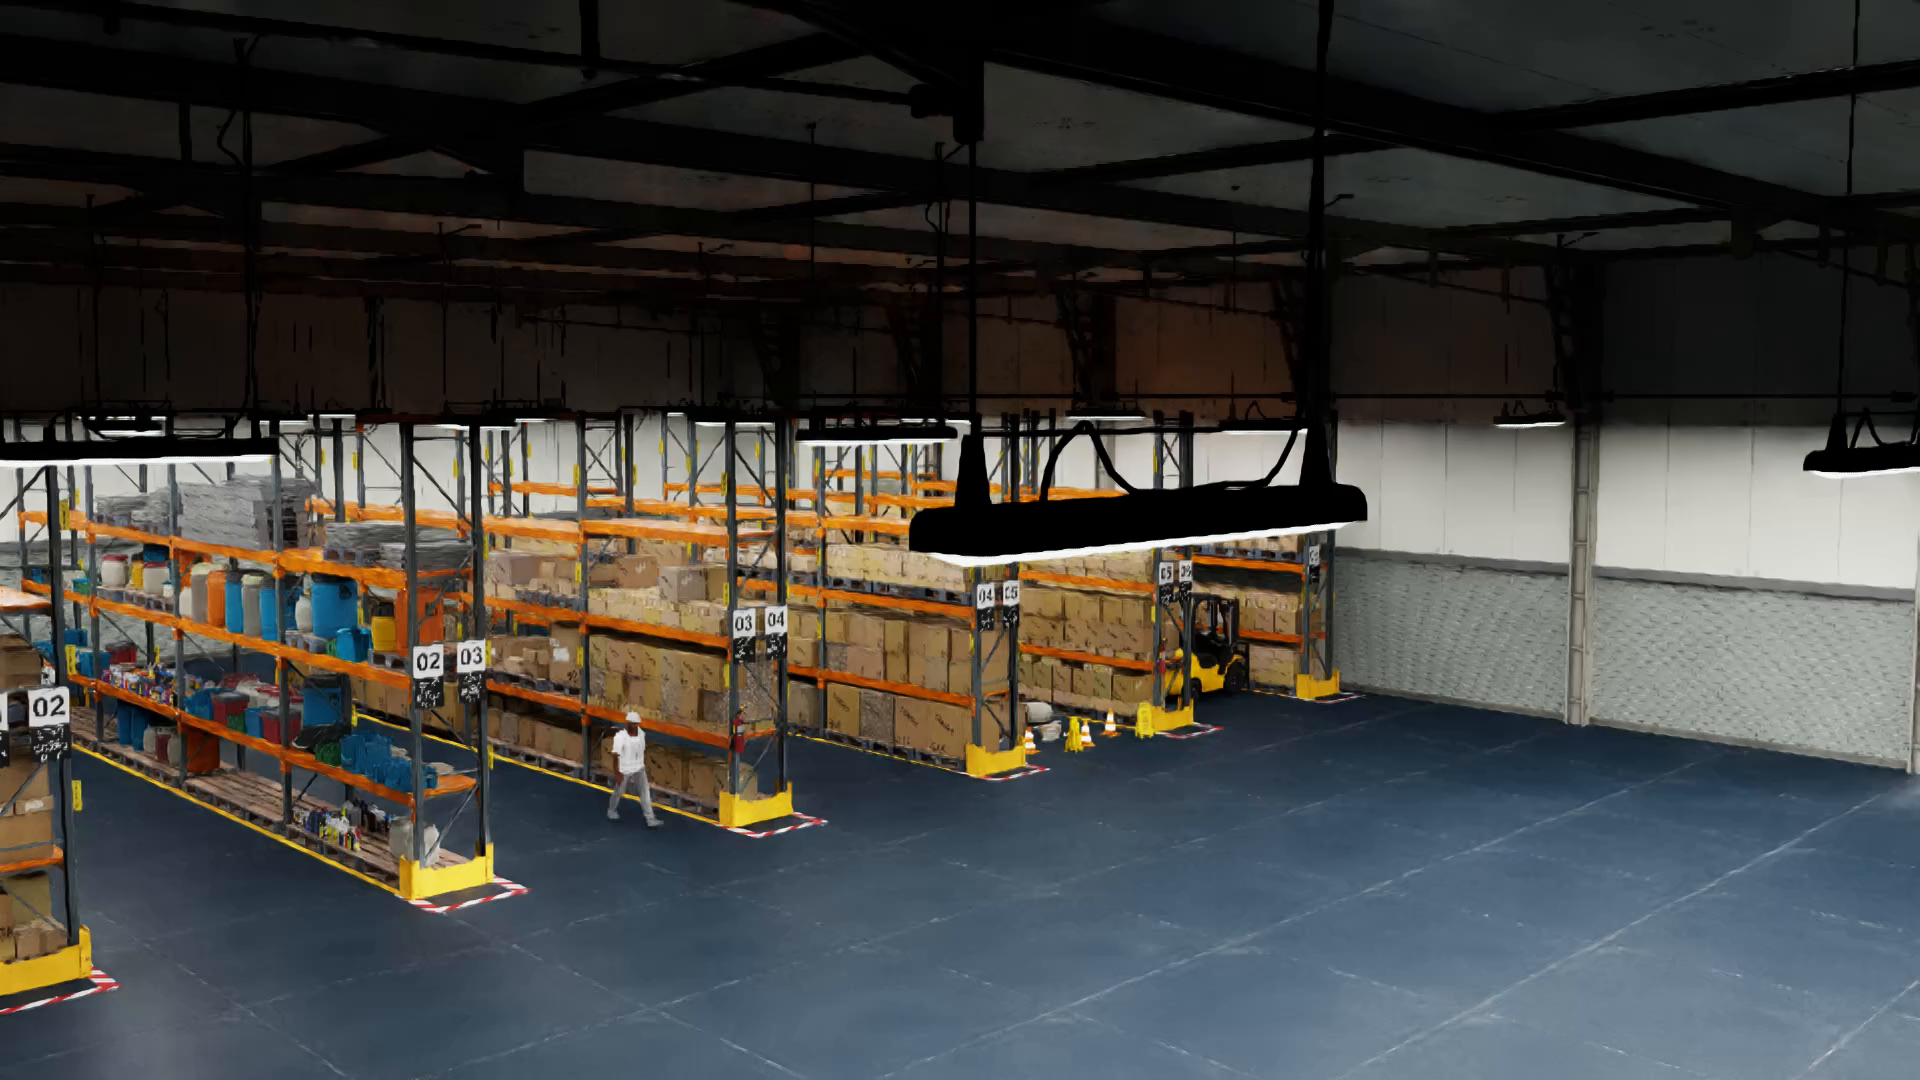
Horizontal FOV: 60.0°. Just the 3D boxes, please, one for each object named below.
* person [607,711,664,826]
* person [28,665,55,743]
[{"bbox_3d":[-4.841,3.351,24.482,0.577,1.691,1.121,-5,7,-42],"label":"person"},{"bbox_3d":[-16.676,2.863,30.179,0.585,1.695,0.978,-2,5,-24],"label":"person"}]
